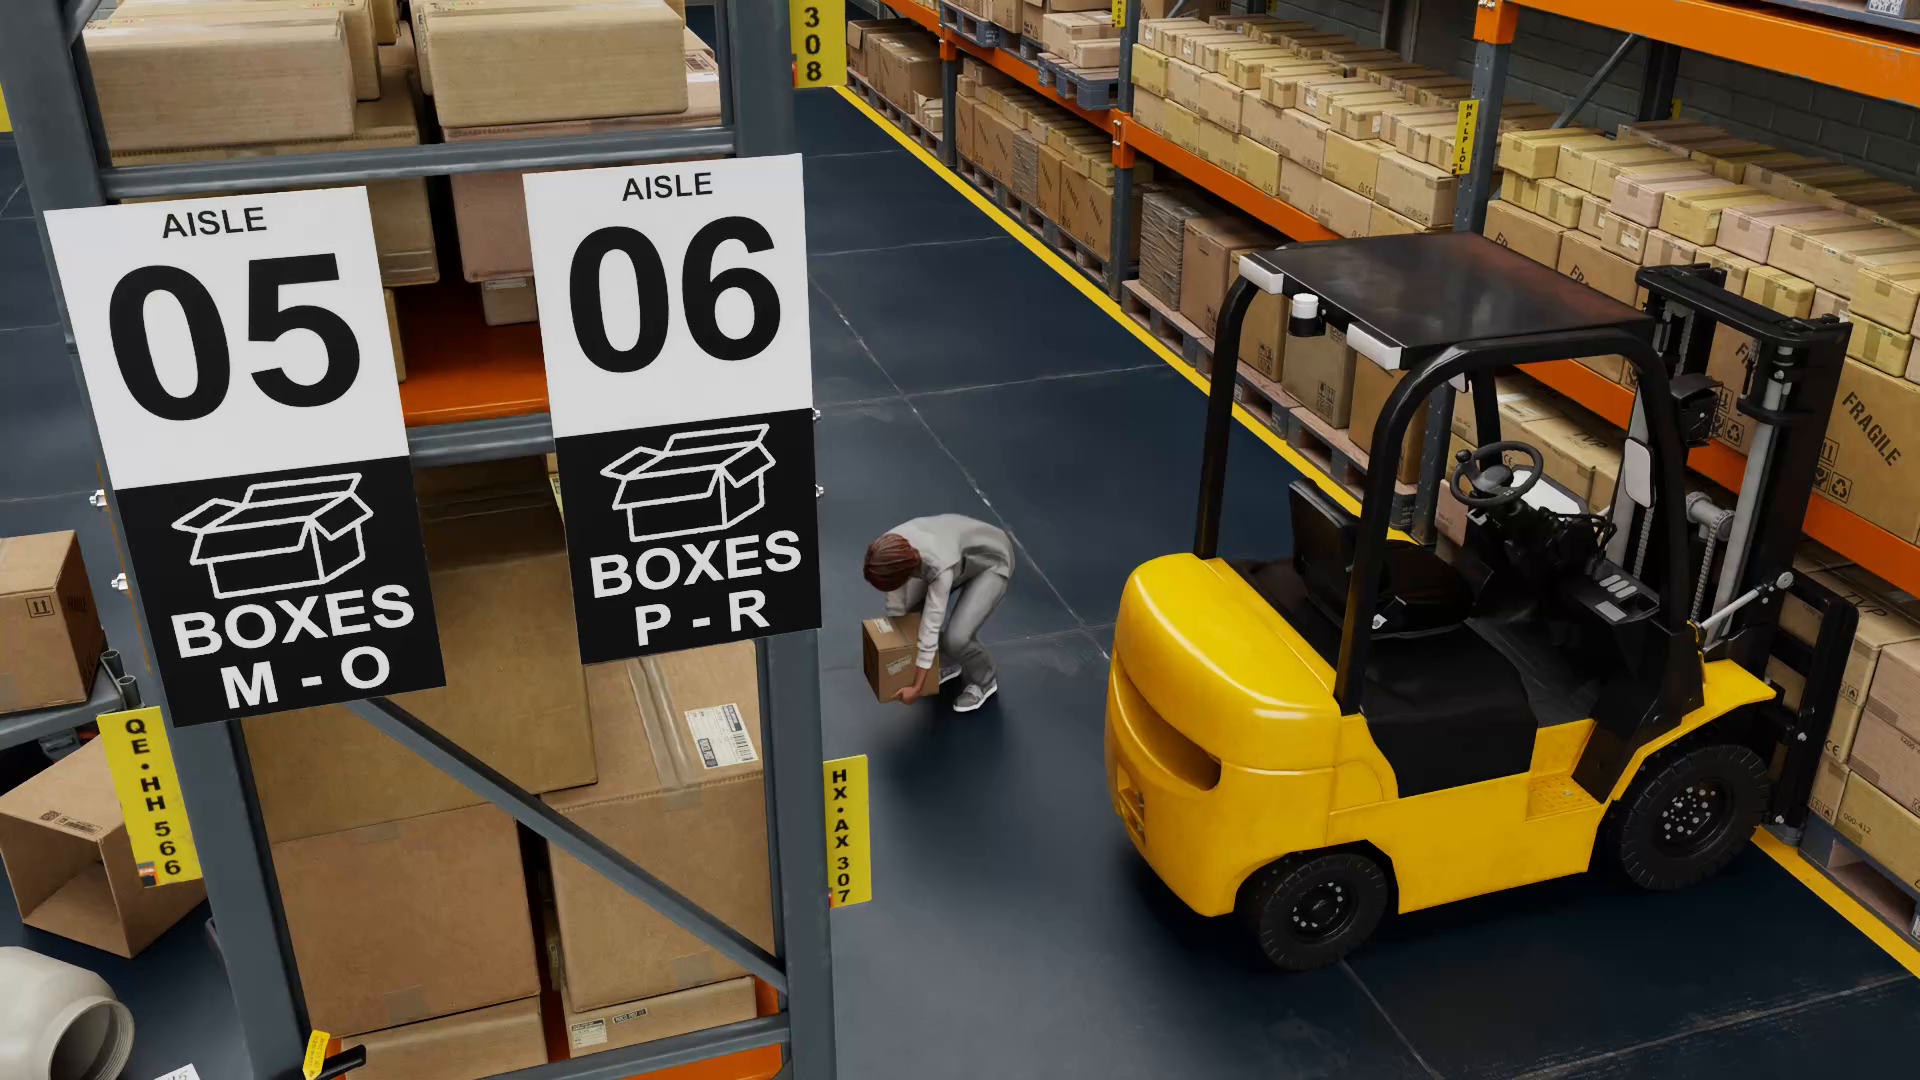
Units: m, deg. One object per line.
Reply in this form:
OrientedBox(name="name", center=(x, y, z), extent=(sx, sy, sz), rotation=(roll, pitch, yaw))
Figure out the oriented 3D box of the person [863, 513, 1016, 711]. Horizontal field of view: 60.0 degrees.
OrientedBox(name="person", center=(-0.103, 0.288, 6.819), extent=(0.431, 0.913, 0.837), rotation=(21, 34, 36))
